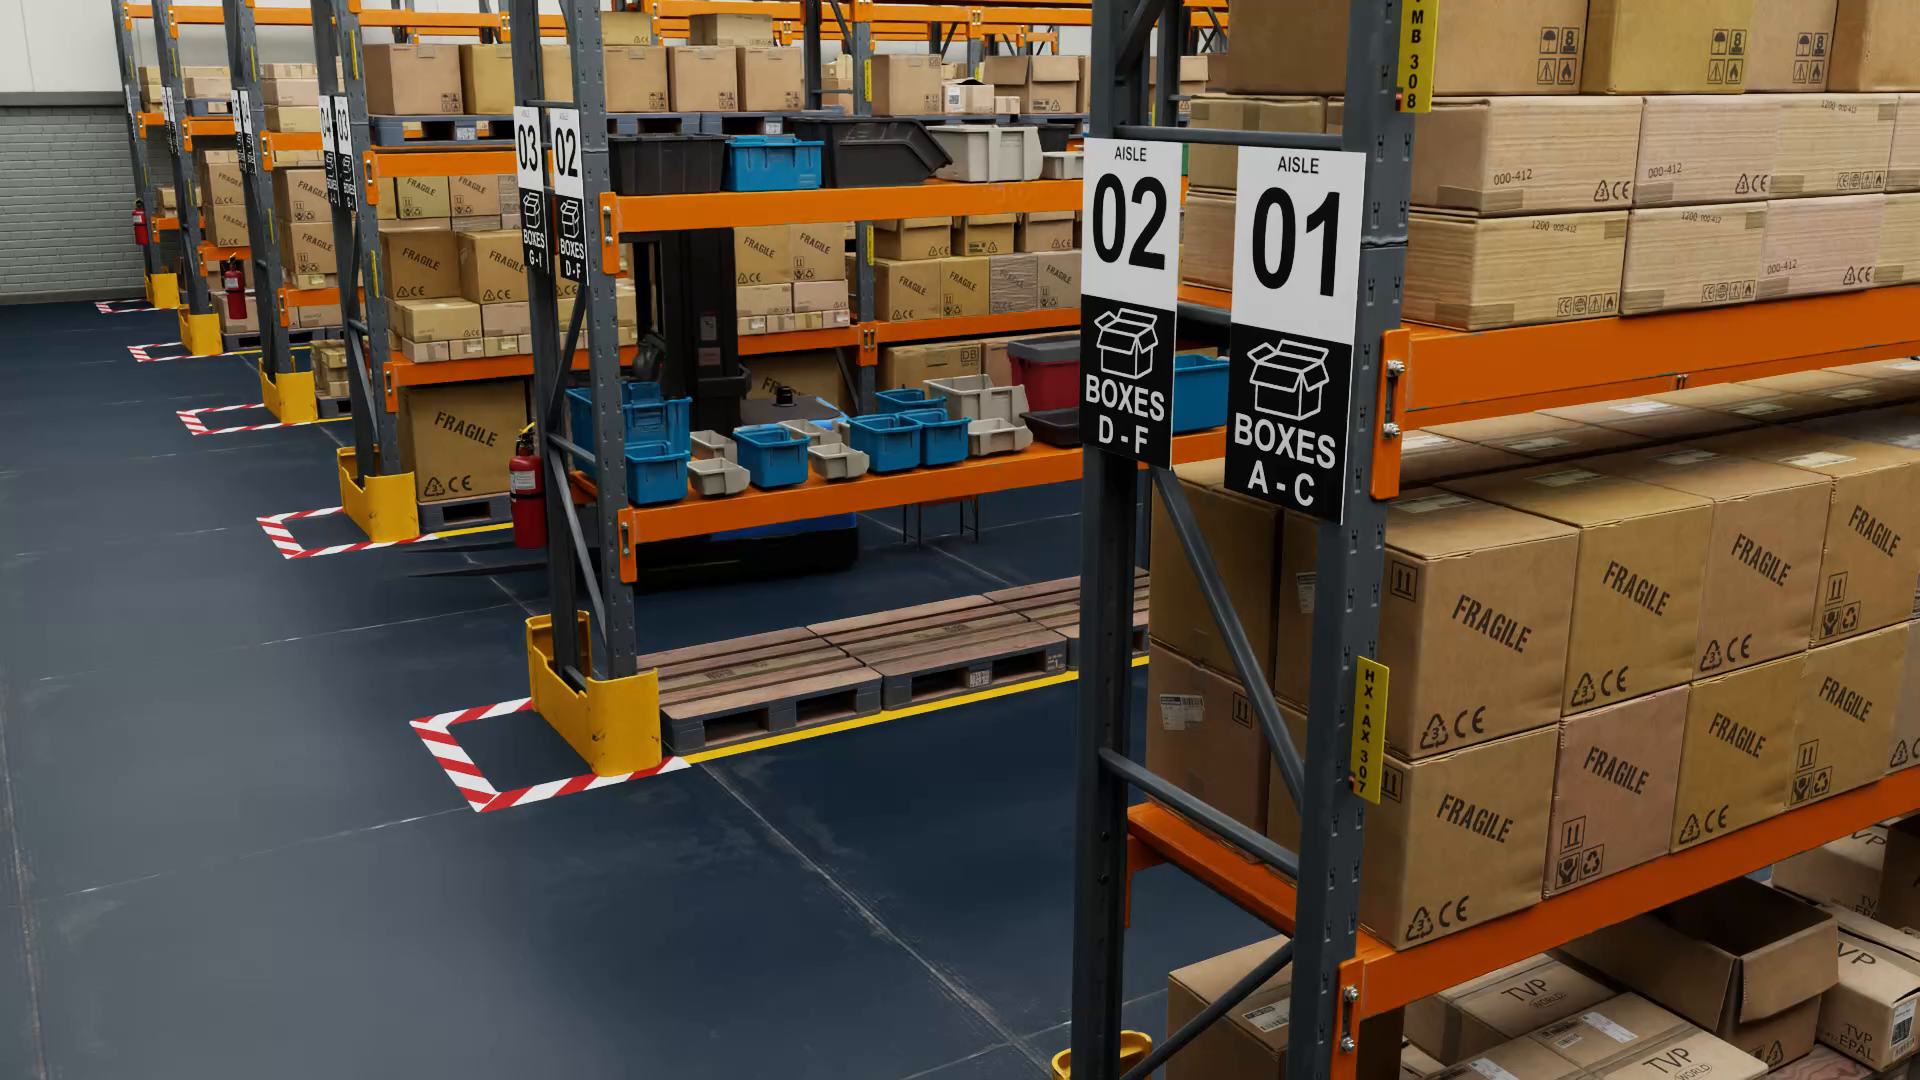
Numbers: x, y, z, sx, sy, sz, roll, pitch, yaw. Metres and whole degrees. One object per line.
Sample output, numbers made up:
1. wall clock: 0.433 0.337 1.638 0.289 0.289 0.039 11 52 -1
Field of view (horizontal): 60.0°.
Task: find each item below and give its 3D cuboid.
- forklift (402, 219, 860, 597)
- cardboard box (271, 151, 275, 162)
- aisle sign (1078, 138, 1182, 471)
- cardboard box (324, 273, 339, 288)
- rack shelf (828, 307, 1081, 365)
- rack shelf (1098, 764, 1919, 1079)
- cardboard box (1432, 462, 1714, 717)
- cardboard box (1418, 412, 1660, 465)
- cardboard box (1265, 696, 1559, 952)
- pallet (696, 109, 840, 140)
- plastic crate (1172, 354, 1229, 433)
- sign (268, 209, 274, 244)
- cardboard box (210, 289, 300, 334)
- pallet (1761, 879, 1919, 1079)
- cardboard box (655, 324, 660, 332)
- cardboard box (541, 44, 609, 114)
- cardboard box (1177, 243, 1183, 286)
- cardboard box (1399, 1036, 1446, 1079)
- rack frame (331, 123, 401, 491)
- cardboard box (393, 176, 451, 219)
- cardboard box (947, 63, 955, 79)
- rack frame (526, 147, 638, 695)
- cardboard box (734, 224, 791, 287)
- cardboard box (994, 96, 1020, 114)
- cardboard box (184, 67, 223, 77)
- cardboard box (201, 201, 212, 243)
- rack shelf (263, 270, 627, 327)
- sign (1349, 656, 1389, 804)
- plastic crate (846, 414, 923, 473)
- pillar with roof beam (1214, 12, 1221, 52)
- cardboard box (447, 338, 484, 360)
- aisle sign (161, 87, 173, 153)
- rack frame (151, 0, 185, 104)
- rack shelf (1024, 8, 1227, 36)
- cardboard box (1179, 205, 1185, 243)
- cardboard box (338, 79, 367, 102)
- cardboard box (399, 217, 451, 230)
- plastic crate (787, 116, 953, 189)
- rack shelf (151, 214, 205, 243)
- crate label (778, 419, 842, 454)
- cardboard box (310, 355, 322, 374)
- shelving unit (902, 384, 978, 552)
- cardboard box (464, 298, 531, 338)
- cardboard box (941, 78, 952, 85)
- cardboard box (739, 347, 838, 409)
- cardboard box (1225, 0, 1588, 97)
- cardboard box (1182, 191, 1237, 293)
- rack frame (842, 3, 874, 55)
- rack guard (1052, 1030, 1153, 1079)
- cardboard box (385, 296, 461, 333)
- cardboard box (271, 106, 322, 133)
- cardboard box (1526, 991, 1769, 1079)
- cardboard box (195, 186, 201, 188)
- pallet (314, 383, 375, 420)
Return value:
1. forklift: -2.280 -1.193 11.236 3.031 2.935 1.130 -6 17 -20
2. cardboard box: -8.651 -4.758 20.586 0.250 0.149 0.380 -9 18 -28
3. aisle sign: 0.418 -0.596 4.161 0.004 0.787 0.394 -9 18 -30
4. cardboard box: -6.289 -2.630 16.700 0.250 0.149 0.380 -8 18 -28
5. rack shelf: 0.679 -2.063 15.544 4.000 0.370 1.077 -9 18 -30
6. rack shelf: 2.349 0.786 5.382 4.000 0.370 1.077 -9 18 -30
7. cardboard box: 1.595 0.113 4.413 0.500 0.500 0.500 -9 18 -29
8. cardboard box: 1.749 -0.081 5.105 0.500 0.500 0.500 -9 18 -28
9. cardboard box: 1.150 0.669 4.282 0.500 0.500 0.500 -9 18 -29
10. pallet: -1.742 -3.421 13.665 1.213 0.211 1.003 -9 18 -30
11. plastic crate: 1.291 -0.863 9.848 0.575 0.384 0.392 -9 18 -30
12. sign: -6.653 -3.028 16.051 0.005 0.325 0.100 -9 18 -30
13. cardboard box: -9.054 -2.951 21.350 0.875 0.438 0.875 -10 18 -32
14. pallet: 3.474 1.599 6.314 1.213 0.211 1.003 -9 18 -30
15. cardboard box: -2.448 -1.678 13.305 0.250 0.149 0.380 -9 18 -29
16. cardboard box: -3.084 -3.536 12.761 0.500 0.500 0.700 -11 19 -33
17. cardboard box: 2.098 -2.609 15.976 0.500 0.500 0.500 -9 18 -28
18. cardboard box: 1.367 1.702 5.216 0.250 0.166 0.380 -9 18 -30
19. rack frame: -4.464 -1.575 12.472 0.127 3.000 1.000 -9 18 -30
20. cardboard box: -5.524 -3.549 16.926 0.500 0.500 0.500 -10 18 -31
21. cardboard box: -0.411 -7.291 25.879 0.500 0.250 0.500 -10 18 -31
22. rack frame: -1.914 -0.429 8.384 0.127 3.000 1.000 -9 18 -30
23. cardboard box: -1.724 -2.369 13.640 0.500 0.500 0.500 -9 18 -29
24. cardboard box: 0.318 -3.829 14.642 0.250 0.149 0.380 -10 19 -32
25. cardboard box: -11.172 -6.842 24.503 0.500 0.250 0.500 -9 18 -30
26. cardboard box: -9.291 -4.044 21.095 0.500 0.500 0.500 -9 18 -29
27. rack shelf: -5.218 -2.668 17.704 4.000 0.370 1.077 -9 18 -30
28. sign: 0.914 0.426 3.729 0.005 0.325 0.100 -9 18 -30
29. plastic crate: -0.404 -0.519 8.902 0.300 0.233 0.416 -9 18 -30
30. pillar with roof beam: 7.887 -10.078 31.691 0.400 9.000 9.100 -9 18 -30
31. cardboard box: -3.771 -1.463 12.538 0.250 0.149 0.380 -10 18 -31
32. aisle sign: -9.789 -5.181 20.520 0.004 0.787 0.394 -9 18 -30
33. rack frame: -9.568 -6.757 19.841 0.127 3.000 1.000 -9 18 -30
34. rack shelf: 2.433 -8.355 26.881 4.000 0.370 1.077 -9 18 -30
35. cardboard box: 1.758 -3.120 15.941 0.637 0.503 0.797 -9 18 -28
36. cardboard box: -5.975 -4.423 16.426 0.500 0.250 0.500 -9 18 -30
37. cardboard box: -5.533 -3.072 17.075 0.500 0.500 0.500 -9 18 -29
38. plastic crate: -0.462 -1.992 8.518 0.767 0.338 0.504 -9 18 -30
39. rack shelf: -10.413 -4.948 25.835 4.000 0.370 1.077 -9 18 -30
40. crate label: -0.826 -0.568 9.255 0.243 0.136 0.396 -9 18 -30
41. cardboard box: -6.627 -1.849 17.401 0.250 0.149 0.380 -10 18 -31
42. shelving unit: -0.142 -0.555 12.166 0.503 1.200 0.258 -9 18 -30
43. cardboard box: -3.472 -1.724 12.730 0.500 0.250 0.500 -9 18 -30
44. cardboard box: -0.433 -5.203 19.671 0.500 0.500 0.500 -9 18 -30
45. cardboard box: -1.643 -1.237 14.424 0.875 0.875 0.875 -9 18 -30
46. cardboard box: 1.066 -1.332 4.008 0.500 0.500 0.700 -9 18 -30
47. cardboard box: 0.939 -0.787 4.381 0.500 0.250 0.500 -9 18 -30
48. rack frame: -1.841 -9.573 29.887 0.127 3.000 1.000 -9 18 -30
49. rack guard: 0.699 1.910 4.668 0.348 0.500 1.175 -9 18 -30
50. cardboard box: -4.186 -1.775 12.911 0.500 0.250 0.500 -10 18 -31
51. cardboard box: -6.416 -4.112 16.243 0.500 0.250 0.500 -8 18 -28
52. cardboard box: 2.104 1.681 5.137 0.500 0.250 0.500 -9 18 -30
53. cardboard box: -11.427 -5.284 25.428 0.500 0.250 0.500 -9 18 -30
54. pallet: -6.152 -1.509 17.403 1.213 0.211 1.003 -9 18 -30
